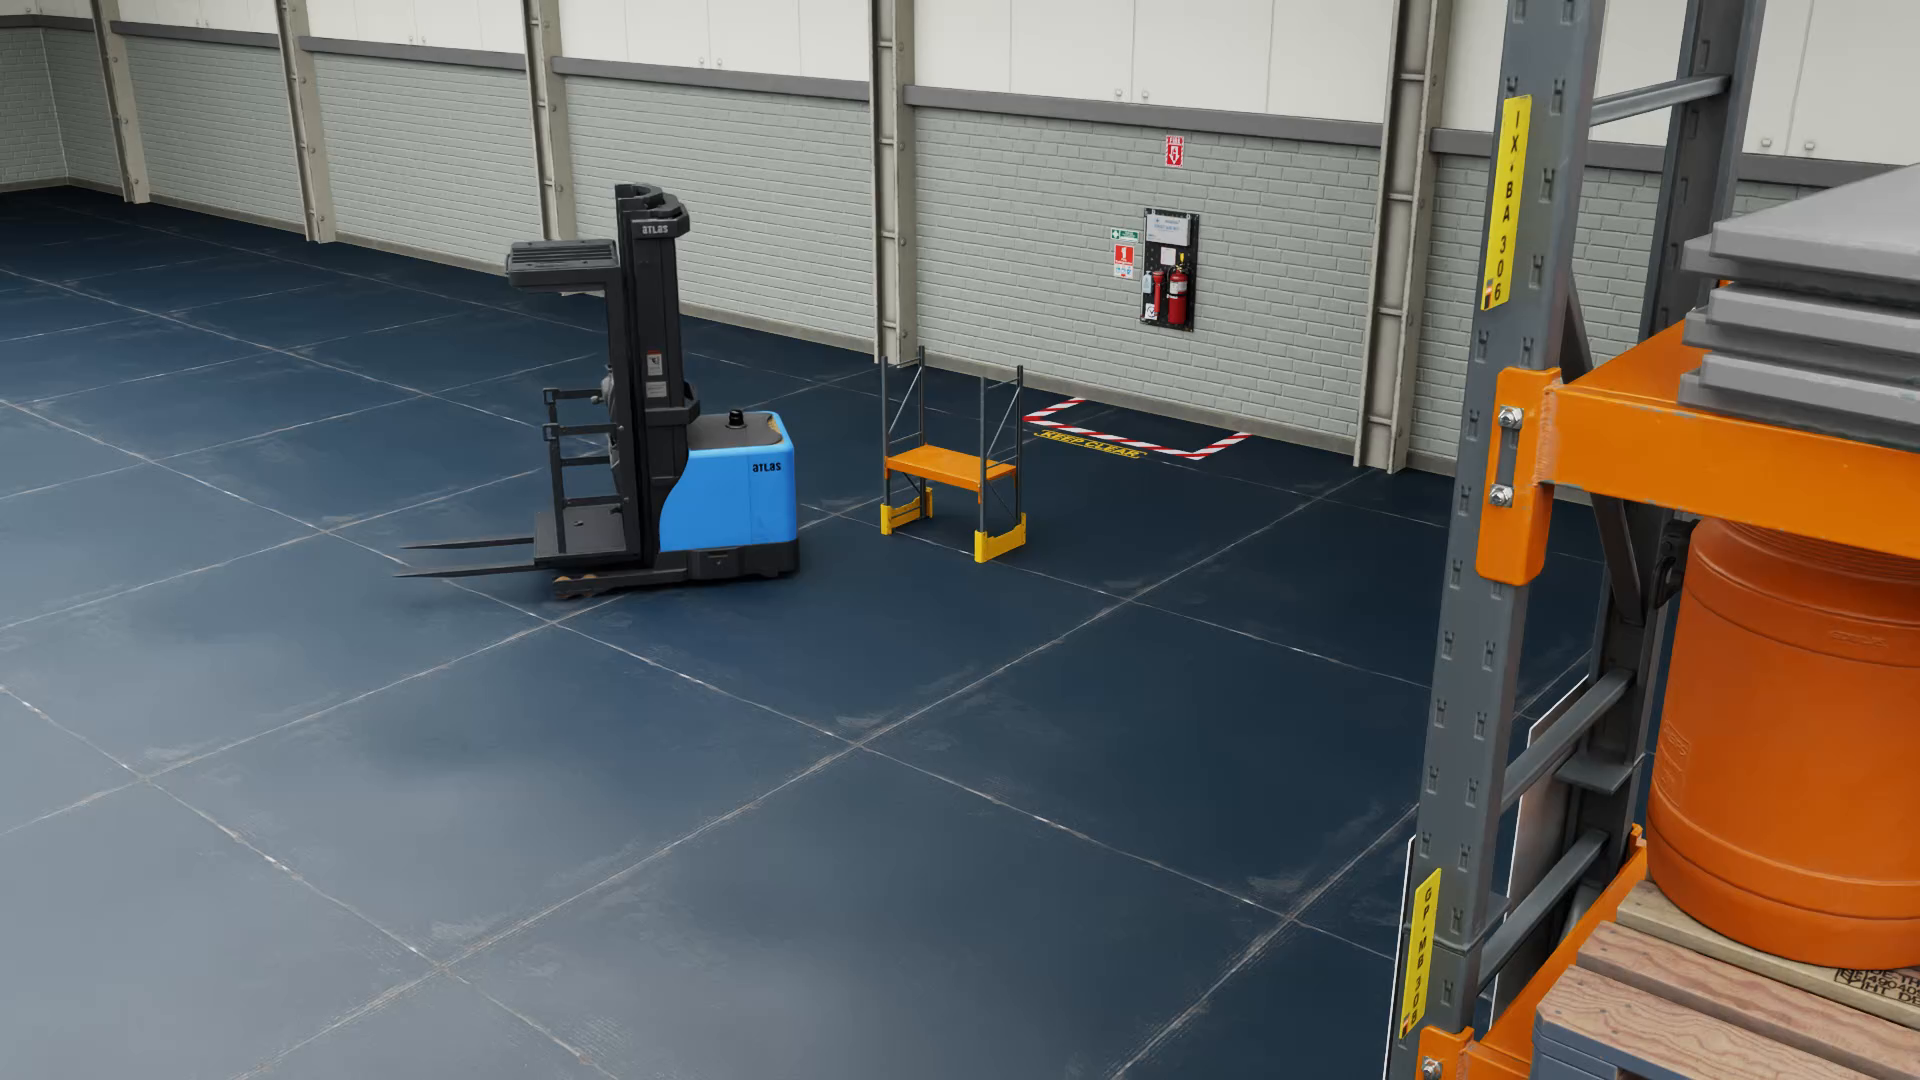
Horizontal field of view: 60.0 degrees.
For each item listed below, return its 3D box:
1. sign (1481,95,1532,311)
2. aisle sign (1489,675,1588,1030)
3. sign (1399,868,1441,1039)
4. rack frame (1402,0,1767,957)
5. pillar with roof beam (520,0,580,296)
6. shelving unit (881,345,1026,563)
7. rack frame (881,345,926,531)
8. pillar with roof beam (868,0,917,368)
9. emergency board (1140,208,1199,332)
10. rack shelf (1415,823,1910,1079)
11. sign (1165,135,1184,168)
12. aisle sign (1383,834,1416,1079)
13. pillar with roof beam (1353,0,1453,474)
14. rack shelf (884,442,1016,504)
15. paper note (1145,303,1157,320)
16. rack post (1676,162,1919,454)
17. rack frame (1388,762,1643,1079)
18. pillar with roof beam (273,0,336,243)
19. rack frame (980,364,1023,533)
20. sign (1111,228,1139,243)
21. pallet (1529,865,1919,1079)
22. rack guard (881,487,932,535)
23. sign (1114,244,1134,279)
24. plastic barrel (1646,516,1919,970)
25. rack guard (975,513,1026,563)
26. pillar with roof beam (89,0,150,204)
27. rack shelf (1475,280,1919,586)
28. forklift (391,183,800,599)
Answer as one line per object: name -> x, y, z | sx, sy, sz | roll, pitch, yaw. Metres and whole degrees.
sign -> 0.859, -0.529, 2.613 | 0.005, 0.325, 0.100 | 16, 26, 36
aisle sign -> 1.342, 0.718, 3.830 | 0.004, 0.787, 0.394 | 16, 26, 36
sign -> 0.859, 0.773, 3.103 | 0.005, 0.325, 0.100 | 16, 26, 36
rack frame -> 1.210, -0.776, 2.972 | 0.127, 3.000, 1.000 | 16, 26, 36
pillar with roof beam -> -8.104, -6.403, 17.895 | 0.400, 9.000, 9.100 | 16, 26, 36
shelving unit -> -0.059, -0.719, 13.449 | 1.083, 1.500, 0.587 | 16, 26, 36
rack frame -> -0.460, -0.834, 13.755 | 0.032, 1.500, 0.500 | 16, 26, 36
pillar with roof beam -> -3.456, -5.065, 14.345 | 0.400, 9.000, 9.100 | 16, 26, 36
emergency board -> 2.024, -2.658, 16.464 | 0.643, 1.169, 0.194 | 16, 26, 36
rack shelf -> 2.759, 1.411, 2.445 | 4.000, 0.370, 1.077 | 16, 26, 36
sign -> 2.081, -3.771, 16.132 | 0.199, 0.298, 0.001 | 16, 26, 36
aisle sign -> 0.969, 0.879, 3.402 | 0.004, 0.787, 0.394 | 16, 26, 36
pillar with roof beam -> 1.193, -3.726, 10.795 | 0.400, 9.000, 9.100 | 16, 26, 36
rack shelf -> -0.066, -0.552, 13.517 | 1.000, 0.185, 0.538 | 16, 26, 36
paper note -> 1.931, -2.304, 16.775 | 0.142, 0.148, 0.016 | 16, 26, 36
rack post -> 1.715, -0.338, 2.521 | 0.937, 0.300, 0.954 | -19, 28, -41
rack frame -> 1.210, 2.031, 4.030 | 0.127, 3.000, 1.000 | 16, 26, 36
pillar with roof beam -> -12.752, -7.742, 21.445 | 0.400, 9.000, 9.100 | 16, 26, 36
rack frame -> 0.328, -0.607, 13.153 | 0.032, 1.500, 0.500 | 16, 26, 36
sign -> 1.659, -3.070, 16.757 | 0.331, 0.109, 0.001 | 16, 26, 36
pallet -> 1.789, 0.927, 2.974 | 1.213, 0.211, 1.003 | 16, 26, 36
rack guard -> -0.445, -0.245, 13.964 | 0.087, 0.250, 0.587 | 16, 26, 36
sign -> 1.661, -2.826, 16.860 | 0.234, 0.329, 0.001 | 16, 26, 36
plastic barrel -> 1.667, 0.304, 3.156 | 0.708, 0.830, 0.600 | 16, 26, 36
rack guard -> 0.327, -0.023, 13.375 | 0.087, 0.250, 0.587 | 16, 26, 36
pillar with roof beam -> -17.401, -9.081, 24.994 | 0.400, 9.000, 9.100 | 16, 26, 36
rack shelf -> 2.759, 0.194, 1.986 | 4.000, 0.370, 1.077 | 16, 26, 36
forklift -> -2.817, -1.133, 12.518 | 3.031, 2.935, 1.130 | -5, 21, -12
